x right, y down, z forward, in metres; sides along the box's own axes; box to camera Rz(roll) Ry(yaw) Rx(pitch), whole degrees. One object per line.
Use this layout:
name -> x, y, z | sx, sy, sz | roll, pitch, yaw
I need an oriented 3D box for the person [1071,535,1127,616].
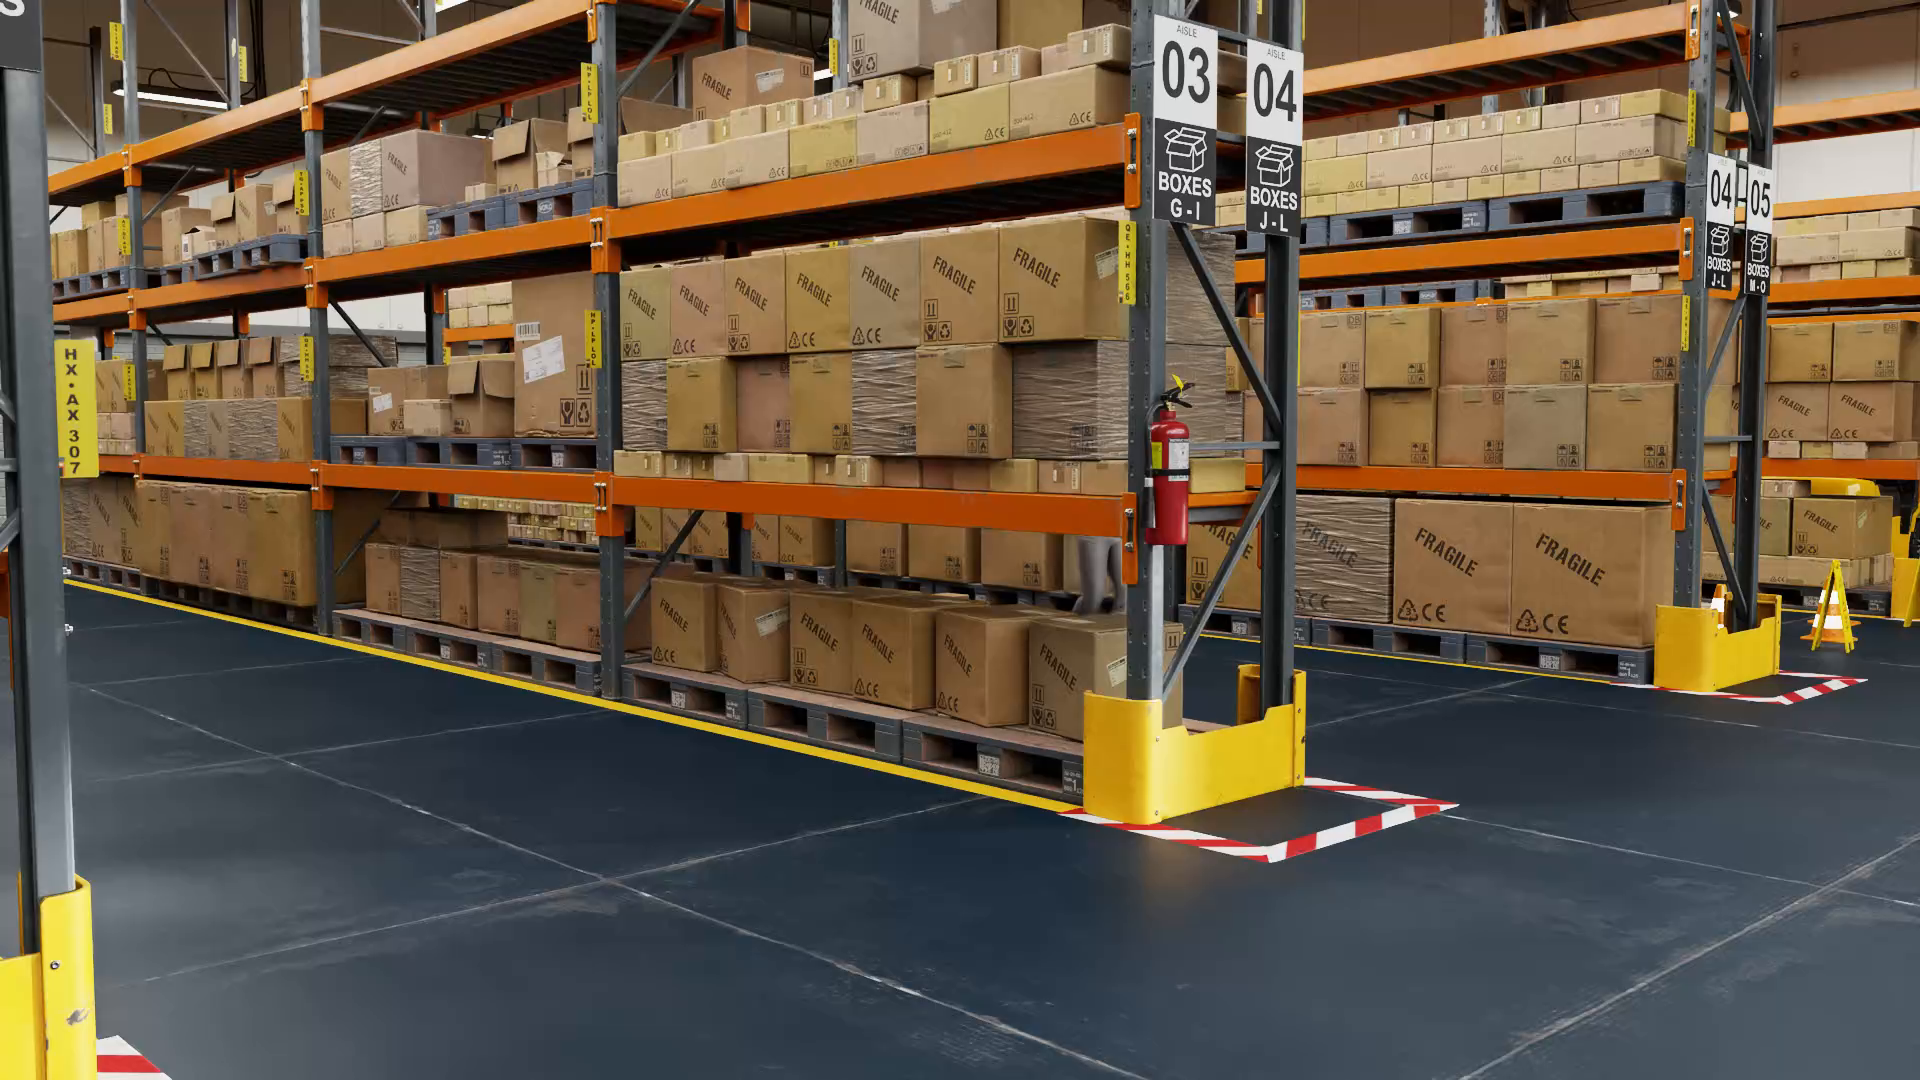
person -> 0.976, -0.012, 11.041 | 0.592, 1.662, 0.698 | -2, 4, -23
